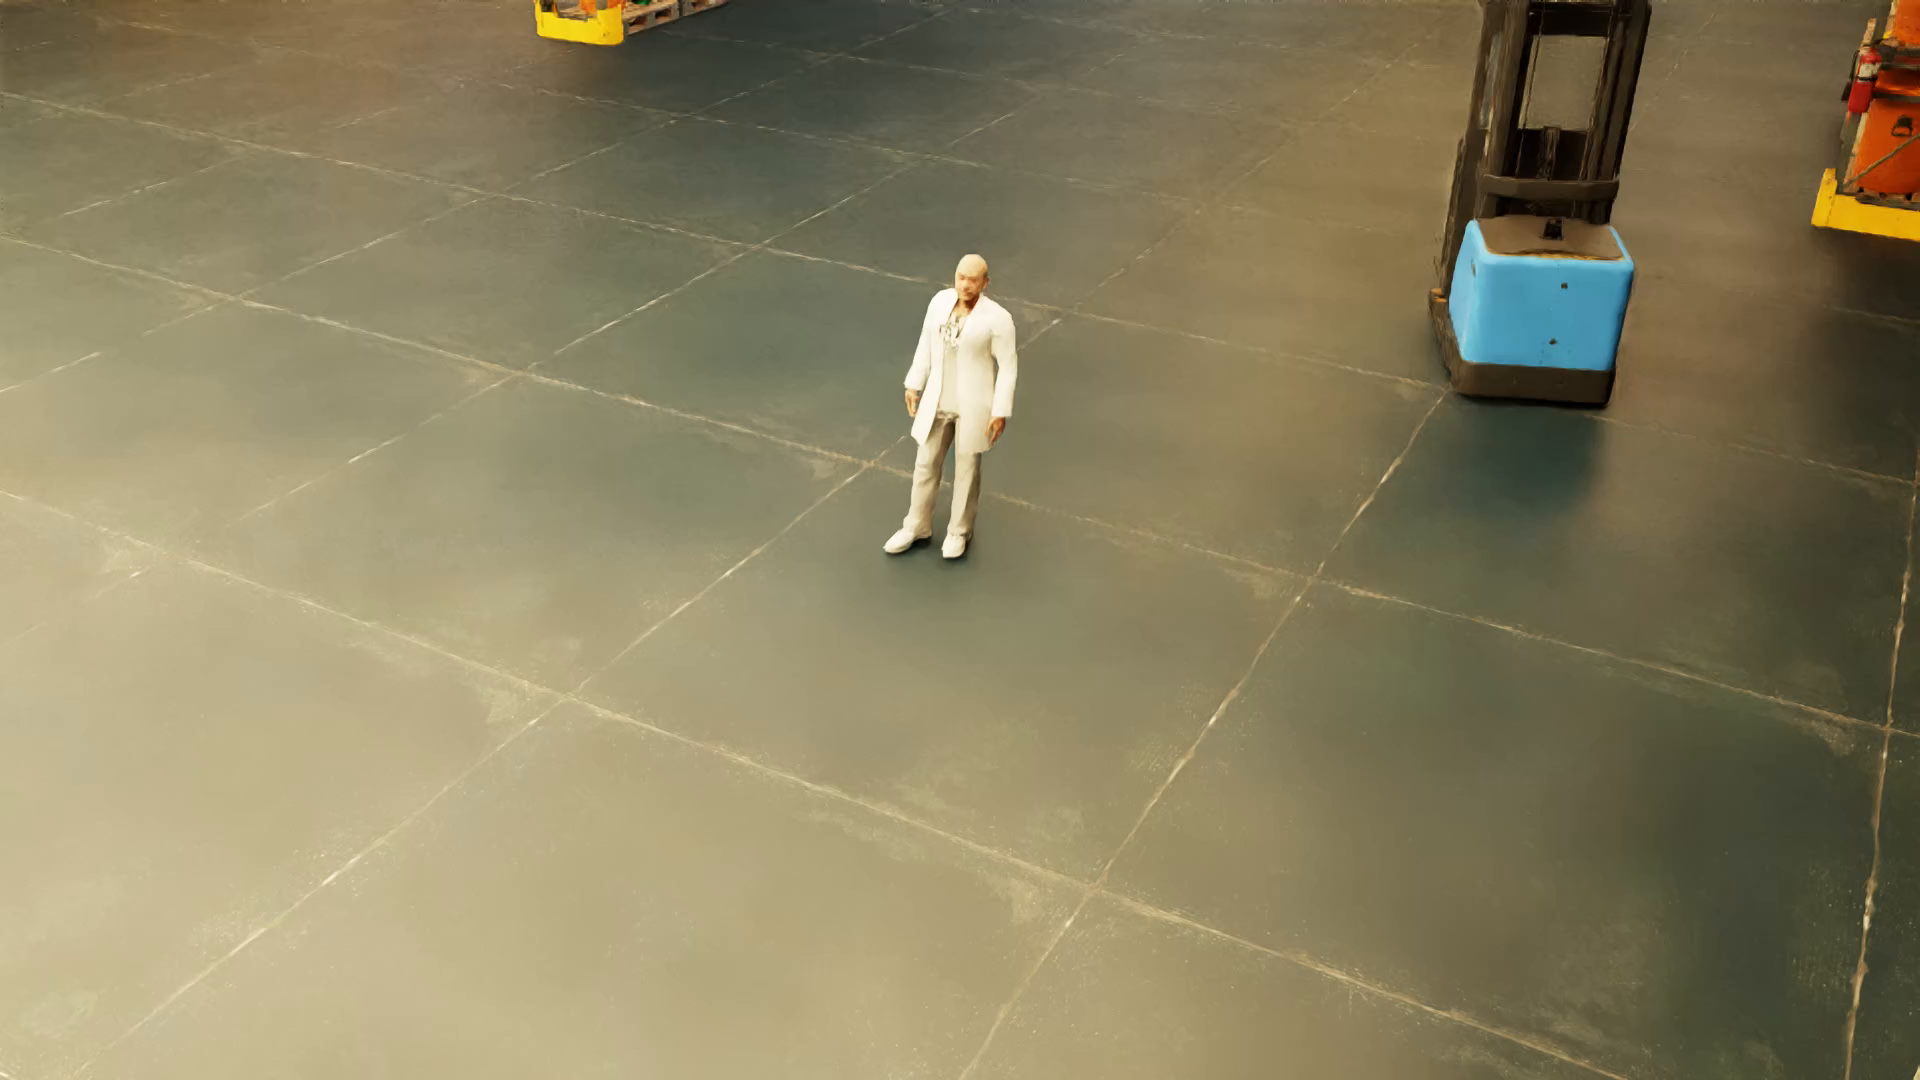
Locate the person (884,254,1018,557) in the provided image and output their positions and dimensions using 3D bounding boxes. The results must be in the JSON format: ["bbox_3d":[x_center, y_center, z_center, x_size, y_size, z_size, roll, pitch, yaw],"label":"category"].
[{"bbox_3d":[-0.048,-0.738,9.488,0.694,1.776,0.579,15,33,25],"label":"person"}]

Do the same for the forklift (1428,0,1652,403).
[{"bbox_3d":[4.225,-2.937,12.160,1.130,2.935,3.031,4,30,8],"label":"forklift"}]
